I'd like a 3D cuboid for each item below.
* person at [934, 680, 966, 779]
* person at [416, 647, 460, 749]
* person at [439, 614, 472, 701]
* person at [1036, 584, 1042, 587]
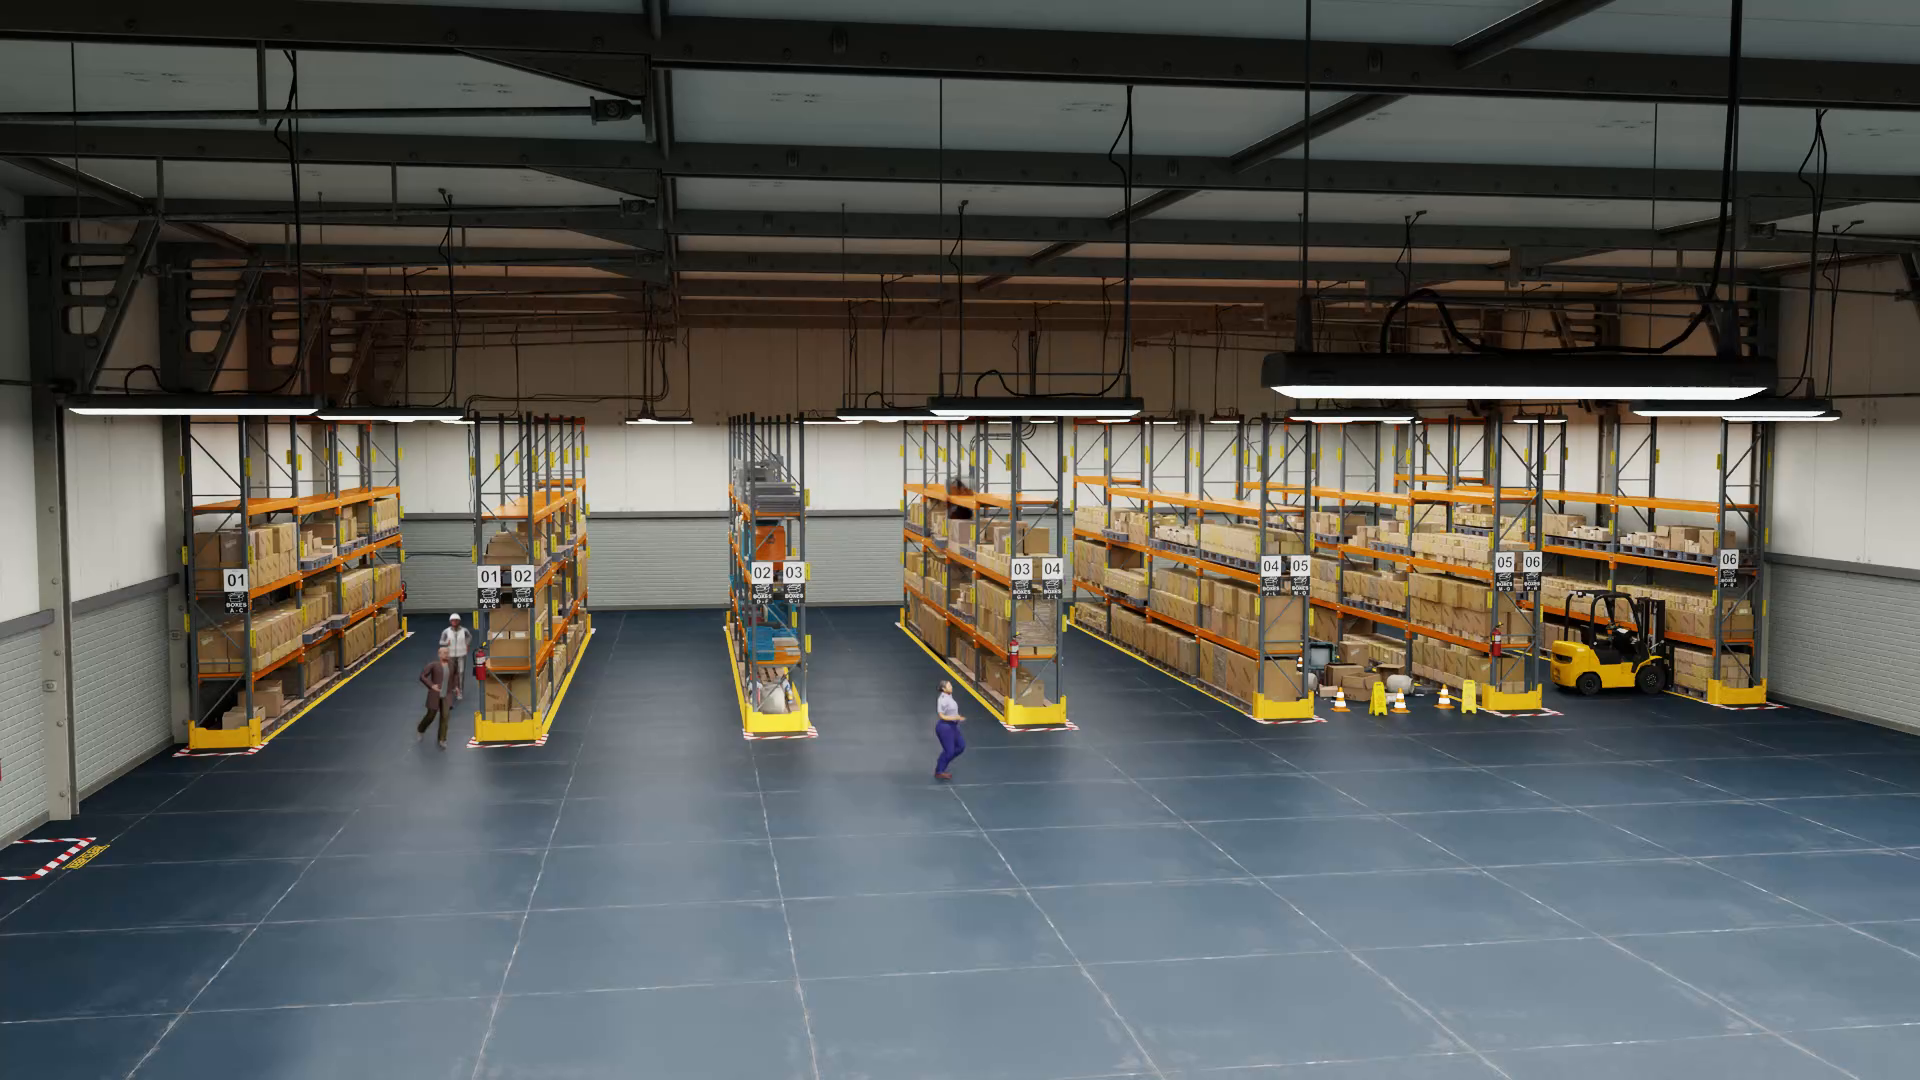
[{"bbox_3d":[-0.151,3.077,27.058,0.550,1.592,0.594,1,4,13],"label":"person"},{"bbox_3d":[-9.296,2.803,29.857,0.769,1.745,1.020,-3,5,-37],"label":"person"},{"bbox_3d":[-10.605,2.433,34.986,0.657,1.776,0.950,-1,4,-15],"label":"person"},{"bbox_3d":[2.113,1.648,47.368,0.765,1.758,0.653,1,4,14],"label":"person"}]
